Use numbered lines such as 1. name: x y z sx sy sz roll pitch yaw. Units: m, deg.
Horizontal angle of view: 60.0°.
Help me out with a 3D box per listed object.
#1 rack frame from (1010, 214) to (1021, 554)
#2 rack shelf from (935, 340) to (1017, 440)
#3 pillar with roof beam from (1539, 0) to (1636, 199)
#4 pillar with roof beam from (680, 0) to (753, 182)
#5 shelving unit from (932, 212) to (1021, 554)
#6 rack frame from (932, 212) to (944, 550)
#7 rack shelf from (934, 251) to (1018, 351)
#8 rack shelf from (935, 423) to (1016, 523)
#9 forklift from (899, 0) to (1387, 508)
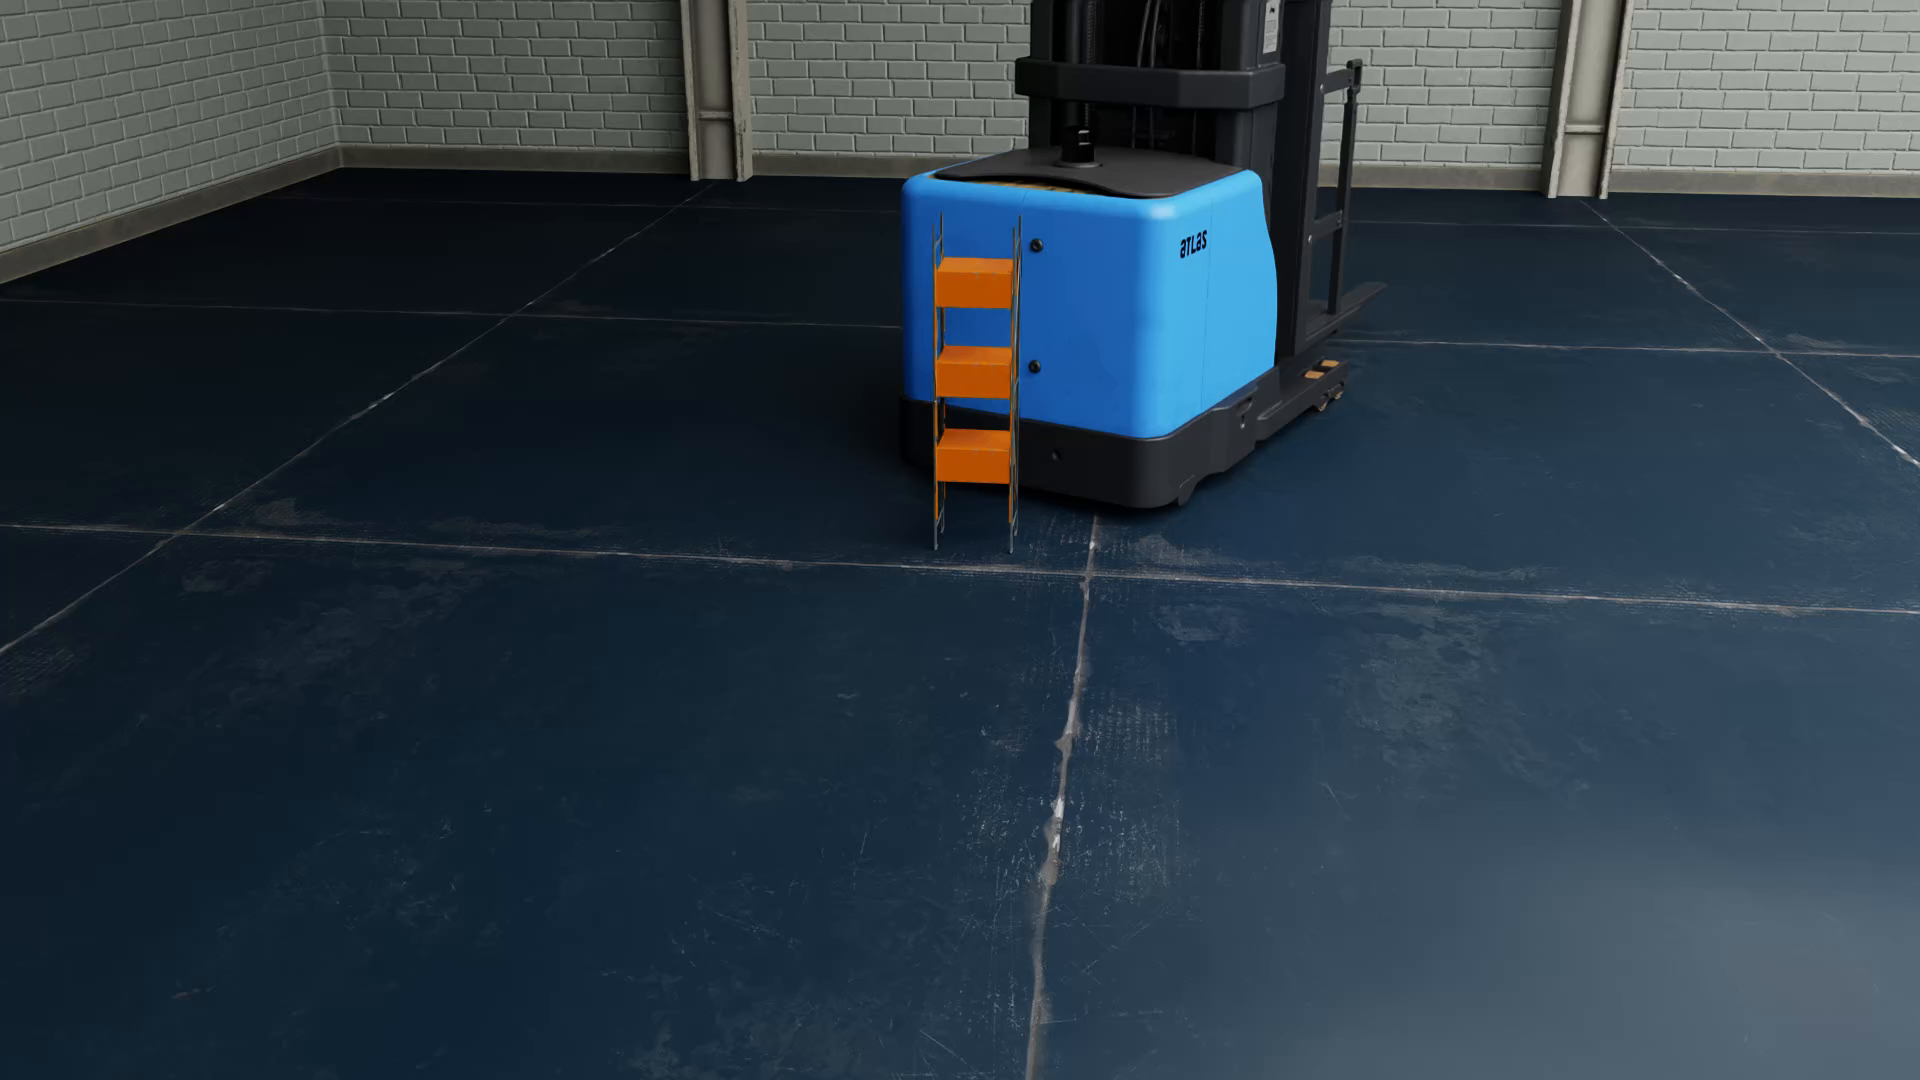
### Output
1. rack frame: 0.174 -0.481 5.228 0.008 1.050 0.200 2 22 6
2. rack shelf: 0.053 -0.476 5.245 0.240 0.259 0.215 2 22 6
3. pillar with roof beam: 3.718 -4.998 5.842 0.400 9.000 9.100 2 22 6
4. pillar with roof beam: -2.240 -5.257 6.498 0.400 9.000 9.100 2 22 6
5. shelving unit: 0.053 -0.486 5.241 0.252 1.050 0.215 2 22 6
6. rack frame: -0.068 -0.491 5.254 0.008 1.050 0.200 2 22 6
7. rack shelf: 0.053 -0.740 5.141 0.240 0.259 0.215 2 22 6
8. rack shelf: 0.053 -0.218 5.347 0.240 0.259 0.215 2 22 6
9. forklift: 0.969 -1.963 6.418 1.130 2.935 3.031 12 25 28
